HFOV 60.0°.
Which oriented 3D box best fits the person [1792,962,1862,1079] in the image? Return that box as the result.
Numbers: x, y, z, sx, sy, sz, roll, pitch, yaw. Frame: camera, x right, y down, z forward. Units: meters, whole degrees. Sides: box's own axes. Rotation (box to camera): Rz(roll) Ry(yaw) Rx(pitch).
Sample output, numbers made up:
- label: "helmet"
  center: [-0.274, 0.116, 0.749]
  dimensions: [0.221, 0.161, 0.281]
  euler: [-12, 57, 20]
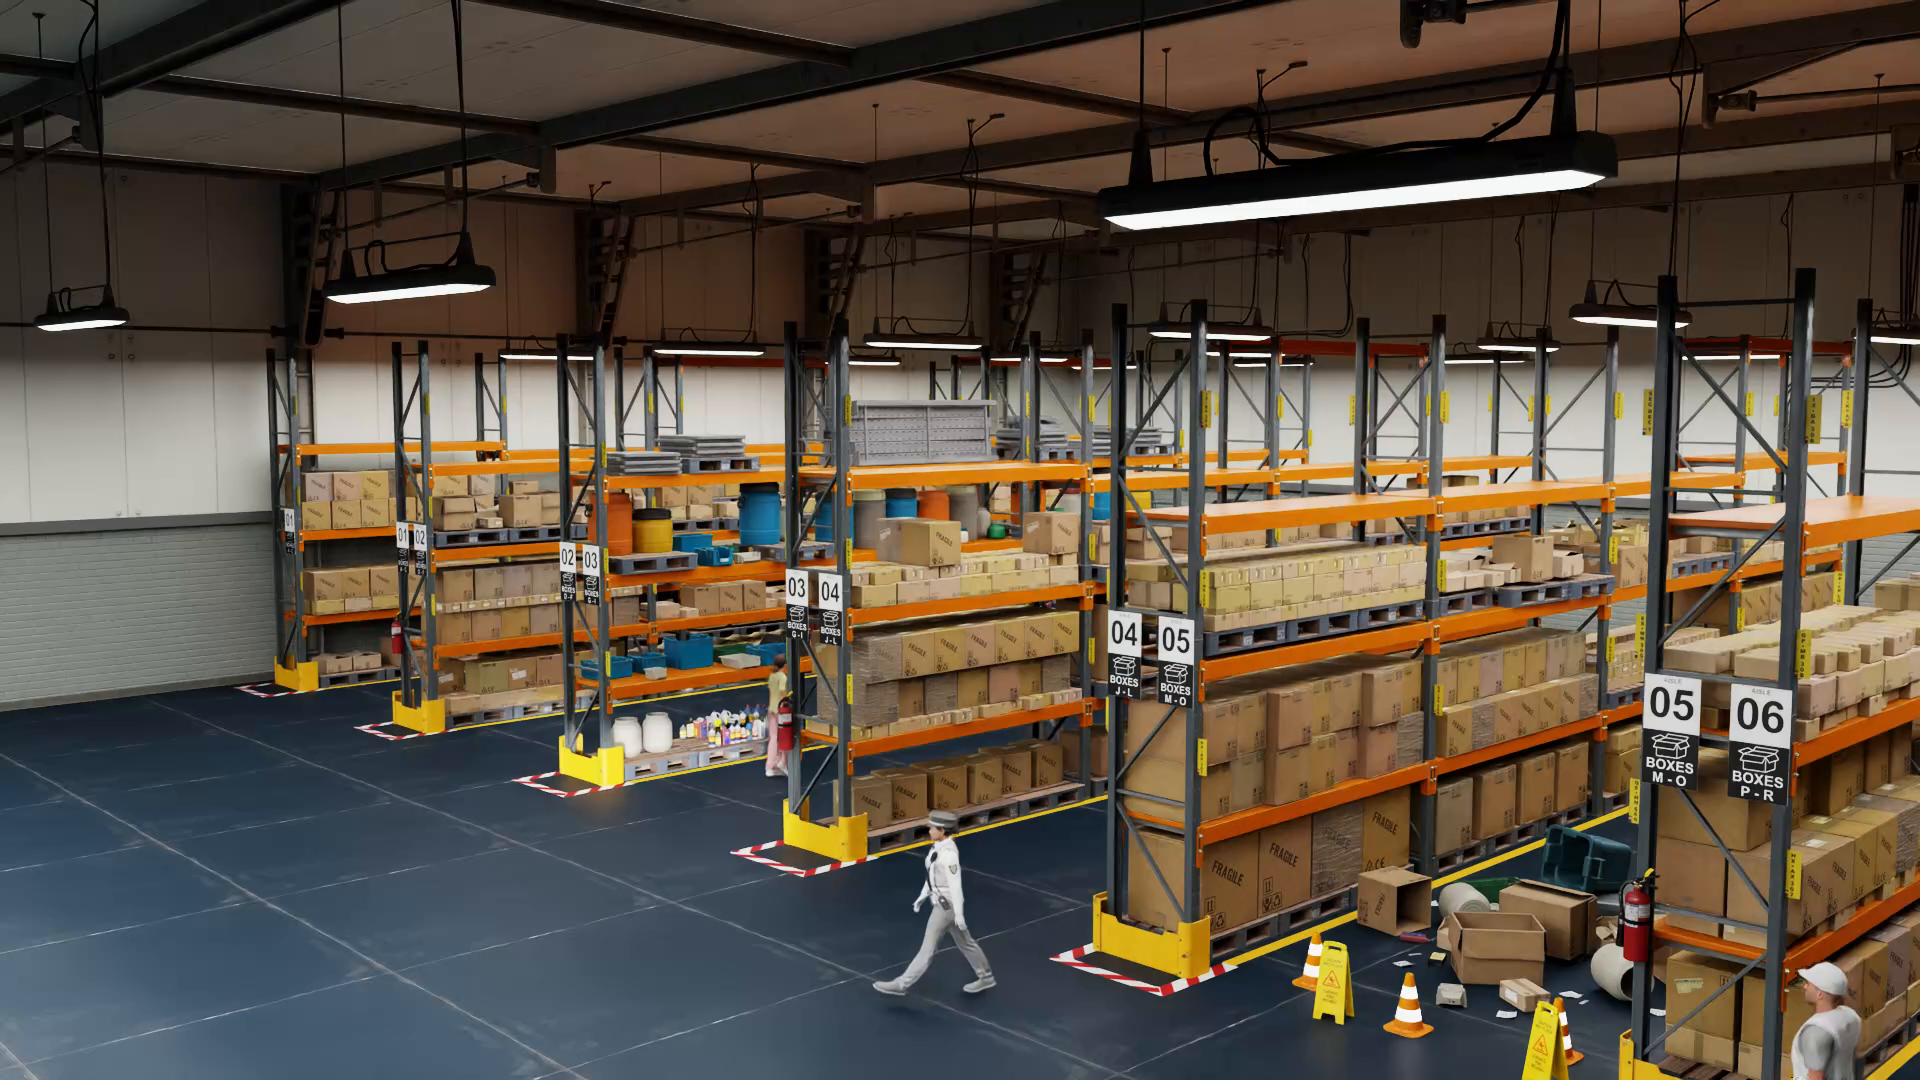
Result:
- label: "person"
  center: [5.230, 3.412, 9.958]
  dimensions: [0.822, 1.771, 0.551]
  euler: [5, 7, 45]

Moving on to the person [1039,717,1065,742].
- label: "person"
  center: [1.250, 2.249, 23.617]
  dimensions: [0.641, 1.791, 0.642]
  euler: [-3, 6, -27]

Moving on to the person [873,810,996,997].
- label: "person"
  center: [-0.216, 3.110, 14.256]
  dimensions: [1.064, 1.607, 0.517]
  euler: [0, 5, -3]

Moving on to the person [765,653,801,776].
- label: "person"
  center: [-2.429, 2.373, 22.582]
  dimensions: [0.479, 1.678, 0.502]
  euler: [-4, 7, -41]
